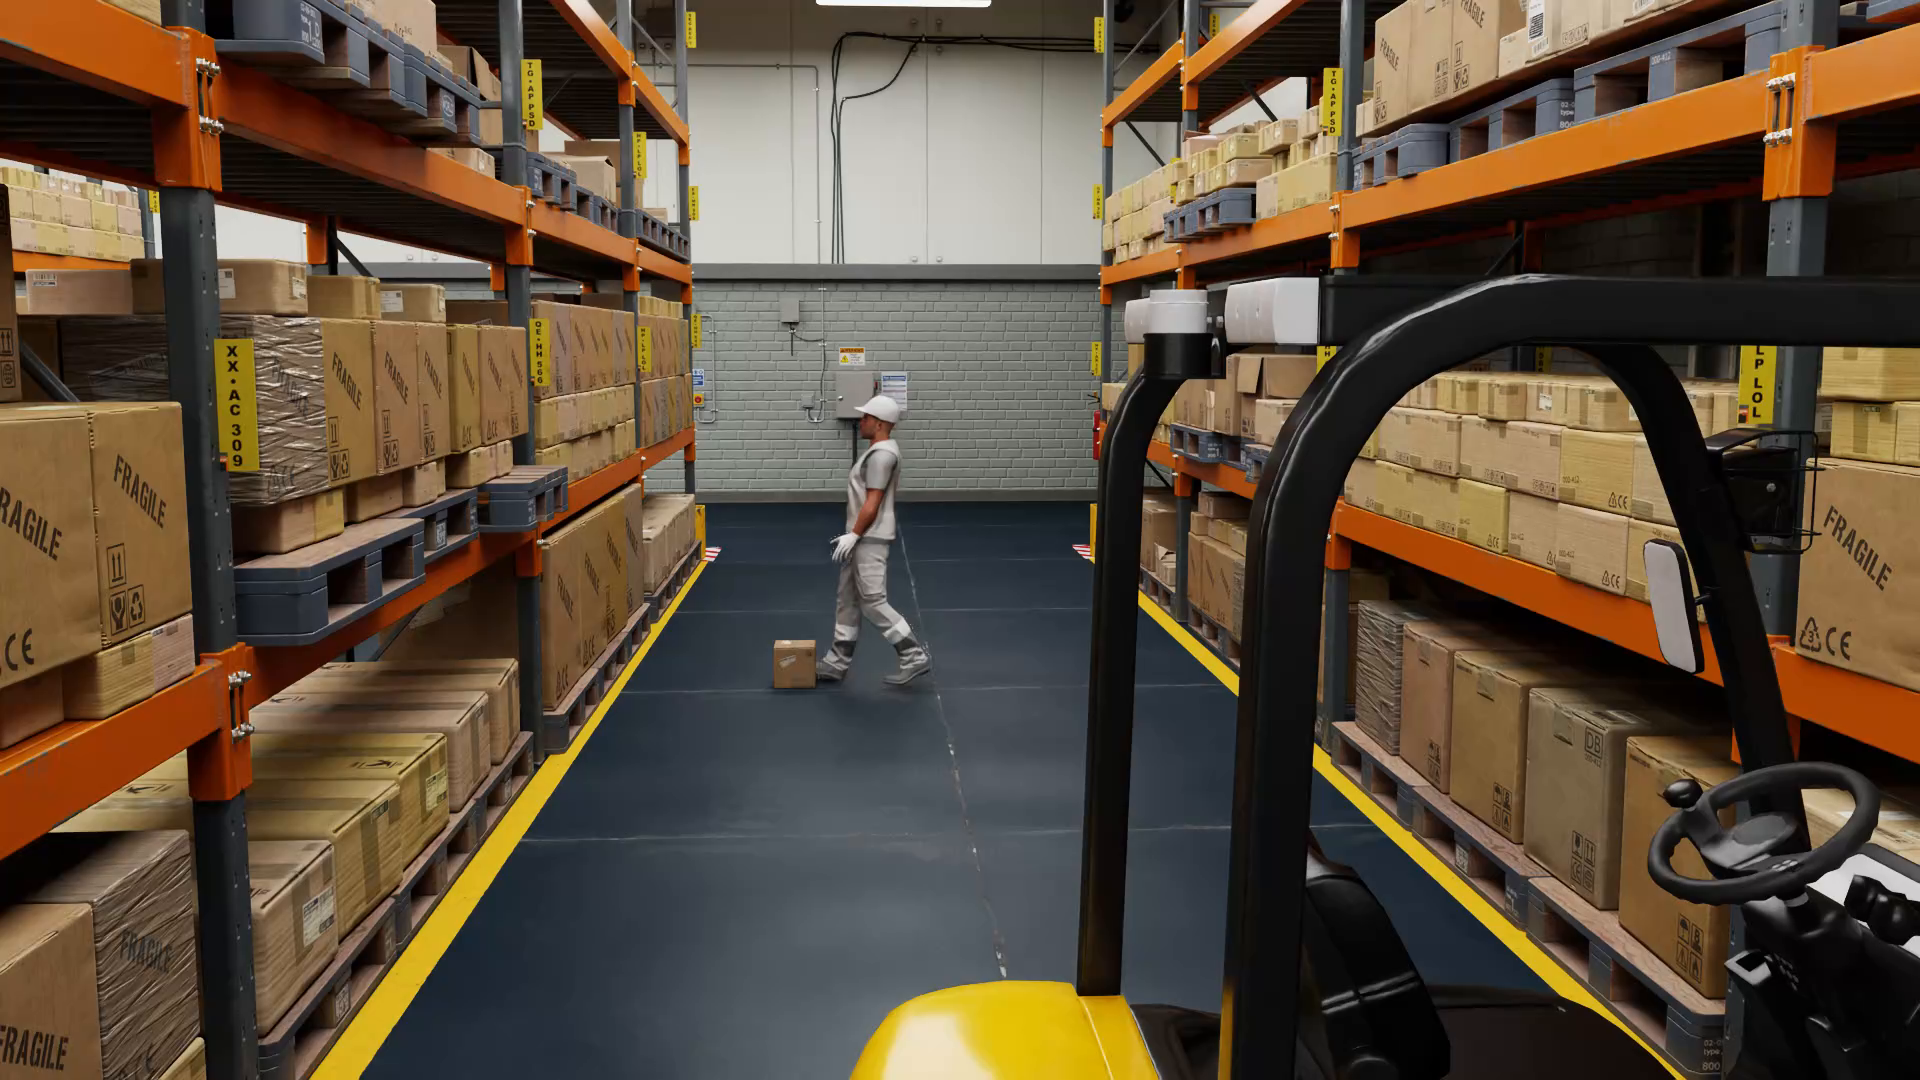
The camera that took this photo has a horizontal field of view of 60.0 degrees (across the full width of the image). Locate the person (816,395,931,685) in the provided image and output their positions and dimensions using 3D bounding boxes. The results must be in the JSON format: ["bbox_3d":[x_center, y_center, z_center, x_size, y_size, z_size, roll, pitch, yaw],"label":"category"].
[{"bbox_3d":[-0.593,0.009,10.170,0.819,1.781,0.554,0,7,-4],"label":"person"}]
